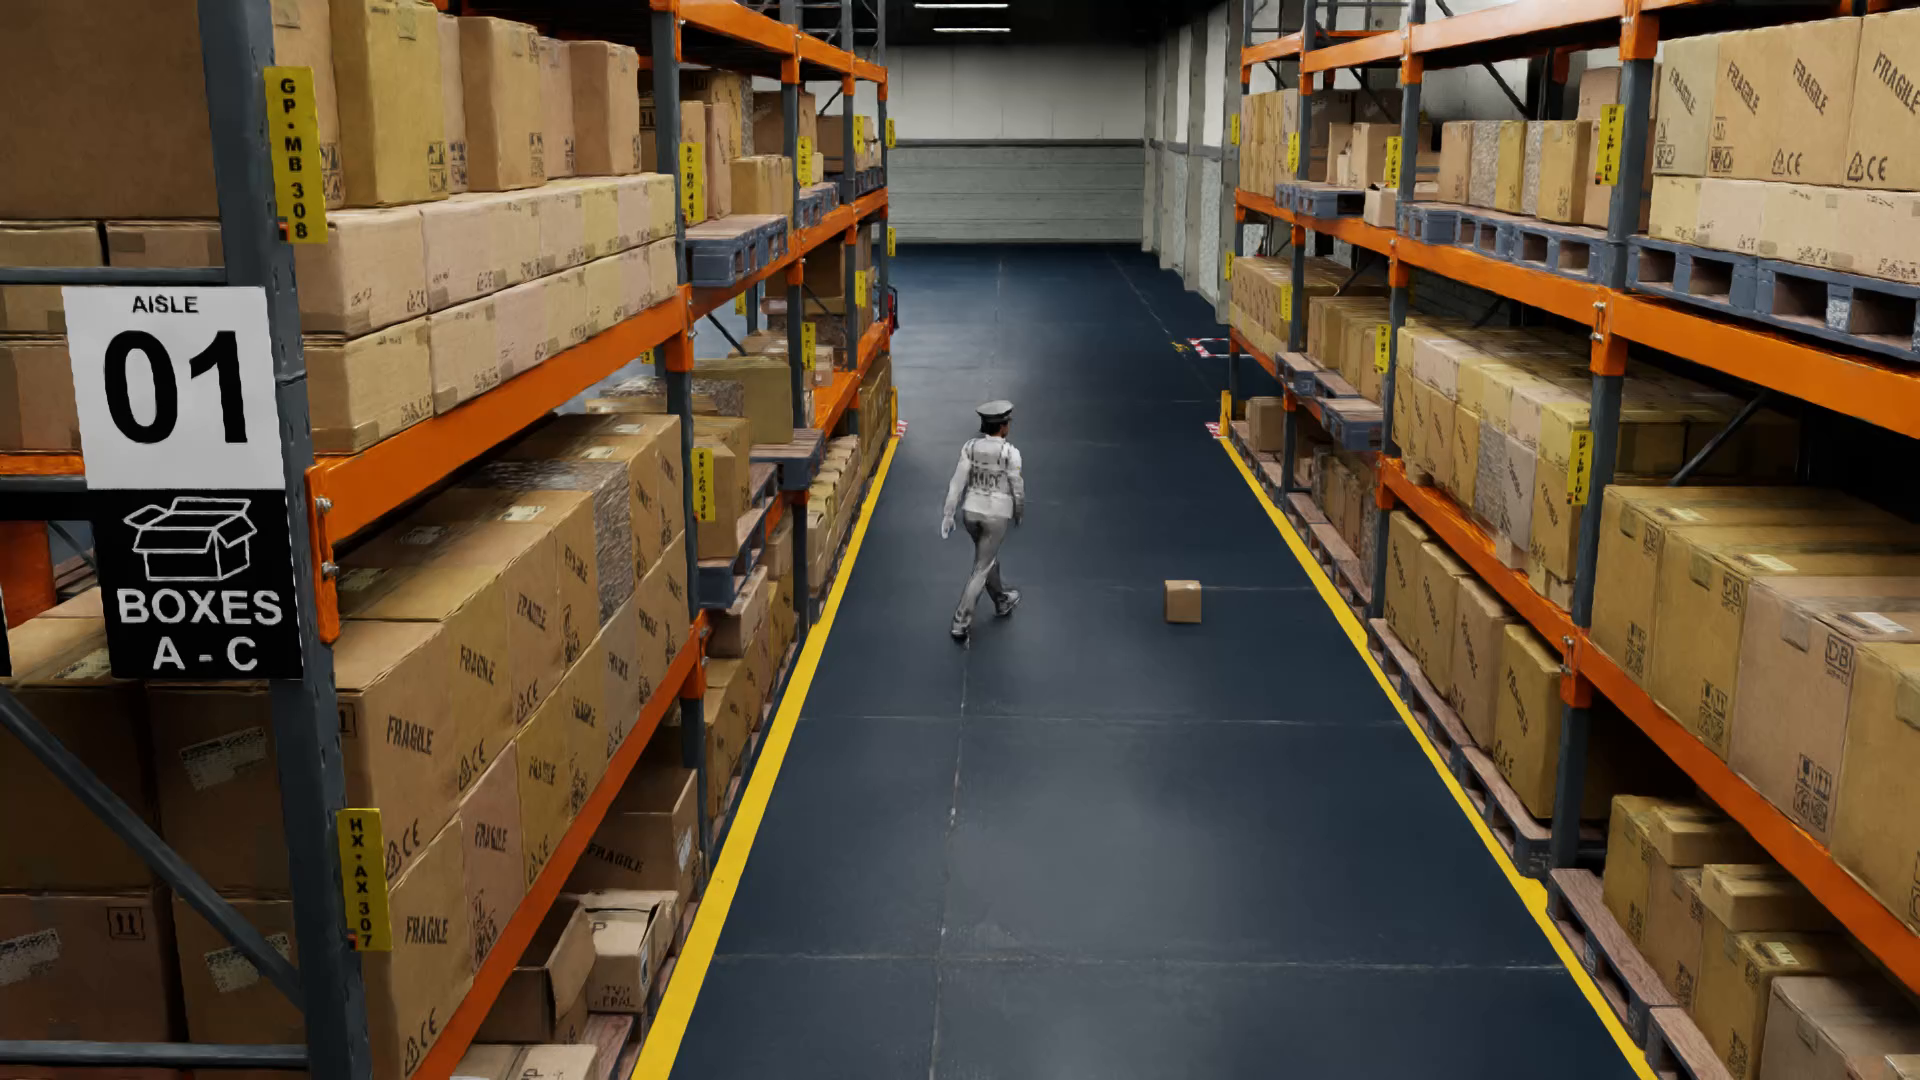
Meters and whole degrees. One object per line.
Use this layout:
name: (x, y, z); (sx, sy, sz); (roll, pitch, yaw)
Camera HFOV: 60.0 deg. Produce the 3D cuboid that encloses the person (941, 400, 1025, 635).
person: (0.230, -0.177, 11.705); (0.529, 1.628, 0.944); (9, 16, 31)
